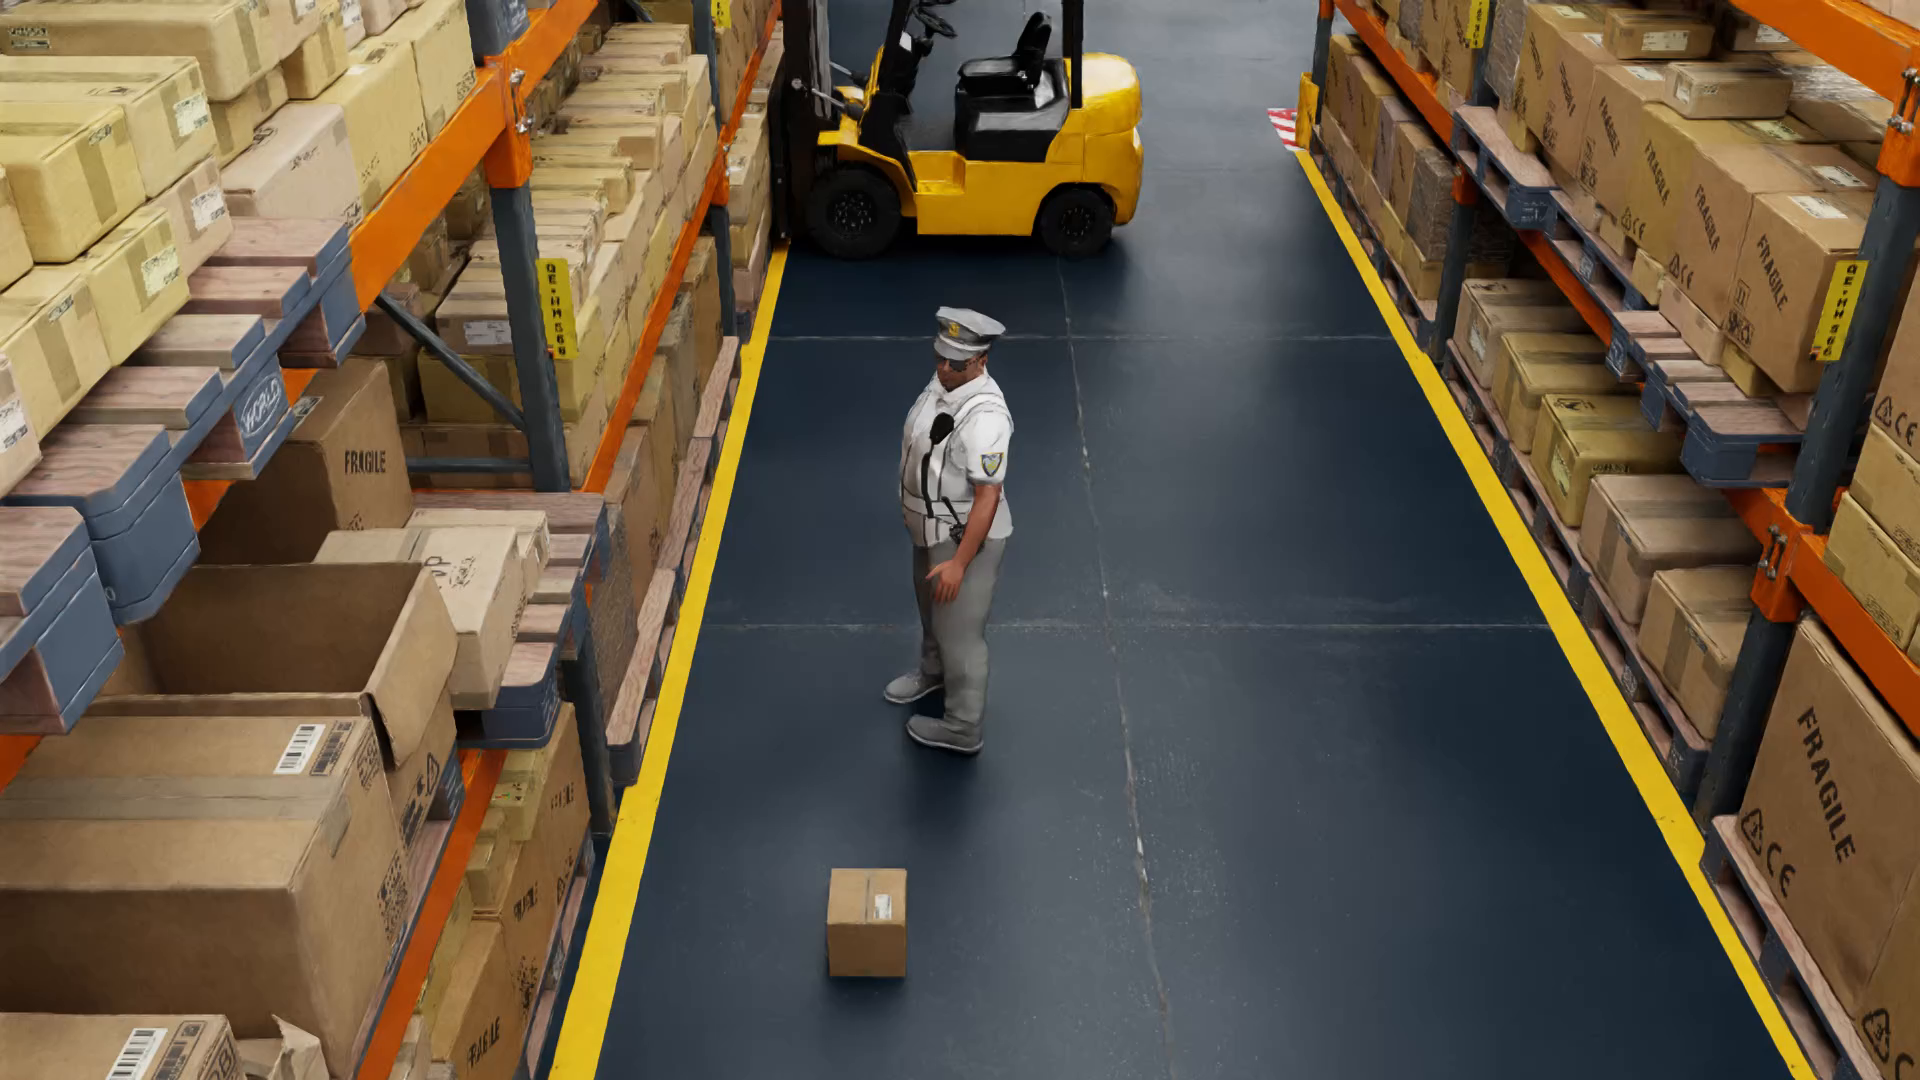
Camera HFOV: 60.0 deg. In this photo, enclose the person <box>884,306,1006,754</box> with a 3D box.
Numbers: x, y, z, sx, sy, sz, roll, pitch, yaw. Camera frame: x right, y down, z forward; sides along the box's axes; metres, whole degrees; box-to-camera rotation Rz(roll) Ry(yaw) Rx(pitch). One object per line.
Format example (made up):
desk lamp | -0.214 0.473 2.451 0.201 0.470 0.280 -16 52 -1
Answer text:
person | -0.051 -0.041 6.188 0.421 1.771 0.562 -9 32 -14
